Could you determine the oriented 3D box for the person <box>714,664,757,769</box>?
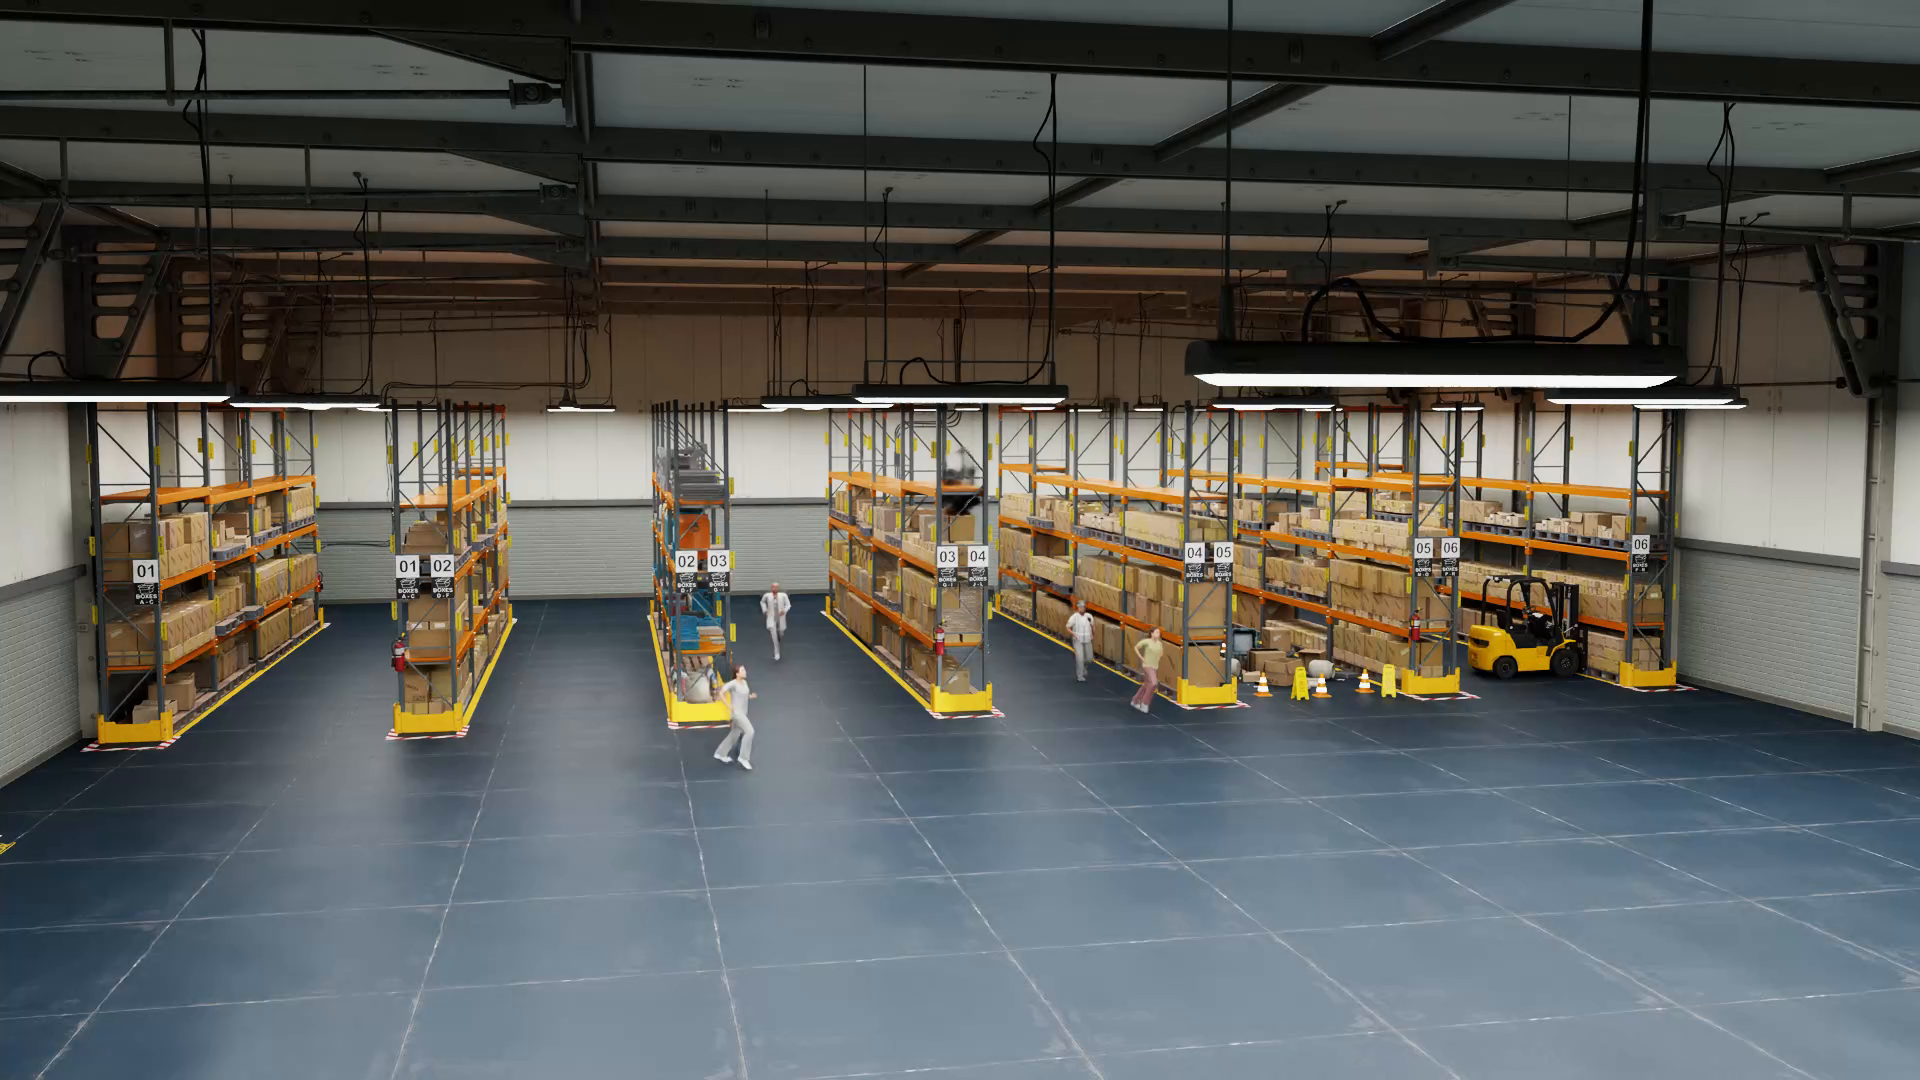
[{"bbox_3d":[-3.658,2.868,27.073,0.767,1.715,0.550,1,4,17],"label":"person"}]

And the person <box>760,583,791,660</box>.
[{"bbox_3d":[-4.356,1.892,39.416,0.678,1.781,1.183,-1,4,-17],"label":"person"}]

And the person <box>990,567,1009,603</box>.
[{"bbox_3d":[1.278,1.108,49.928,0.891,1.673,0.610,0,4,7],"label":"person"}]

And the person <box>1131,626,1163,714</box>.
[{"bbox_3d":[3.668,2.494,32.200,0.598,1.674,0.685,-3,5,-38],"label":"person"}]

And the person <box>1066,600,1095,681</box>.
[{"bbox_3d":[2.625,2.157,35.789,0.660,1.732,0.584,-1,4,-12],"label":"person"}]
